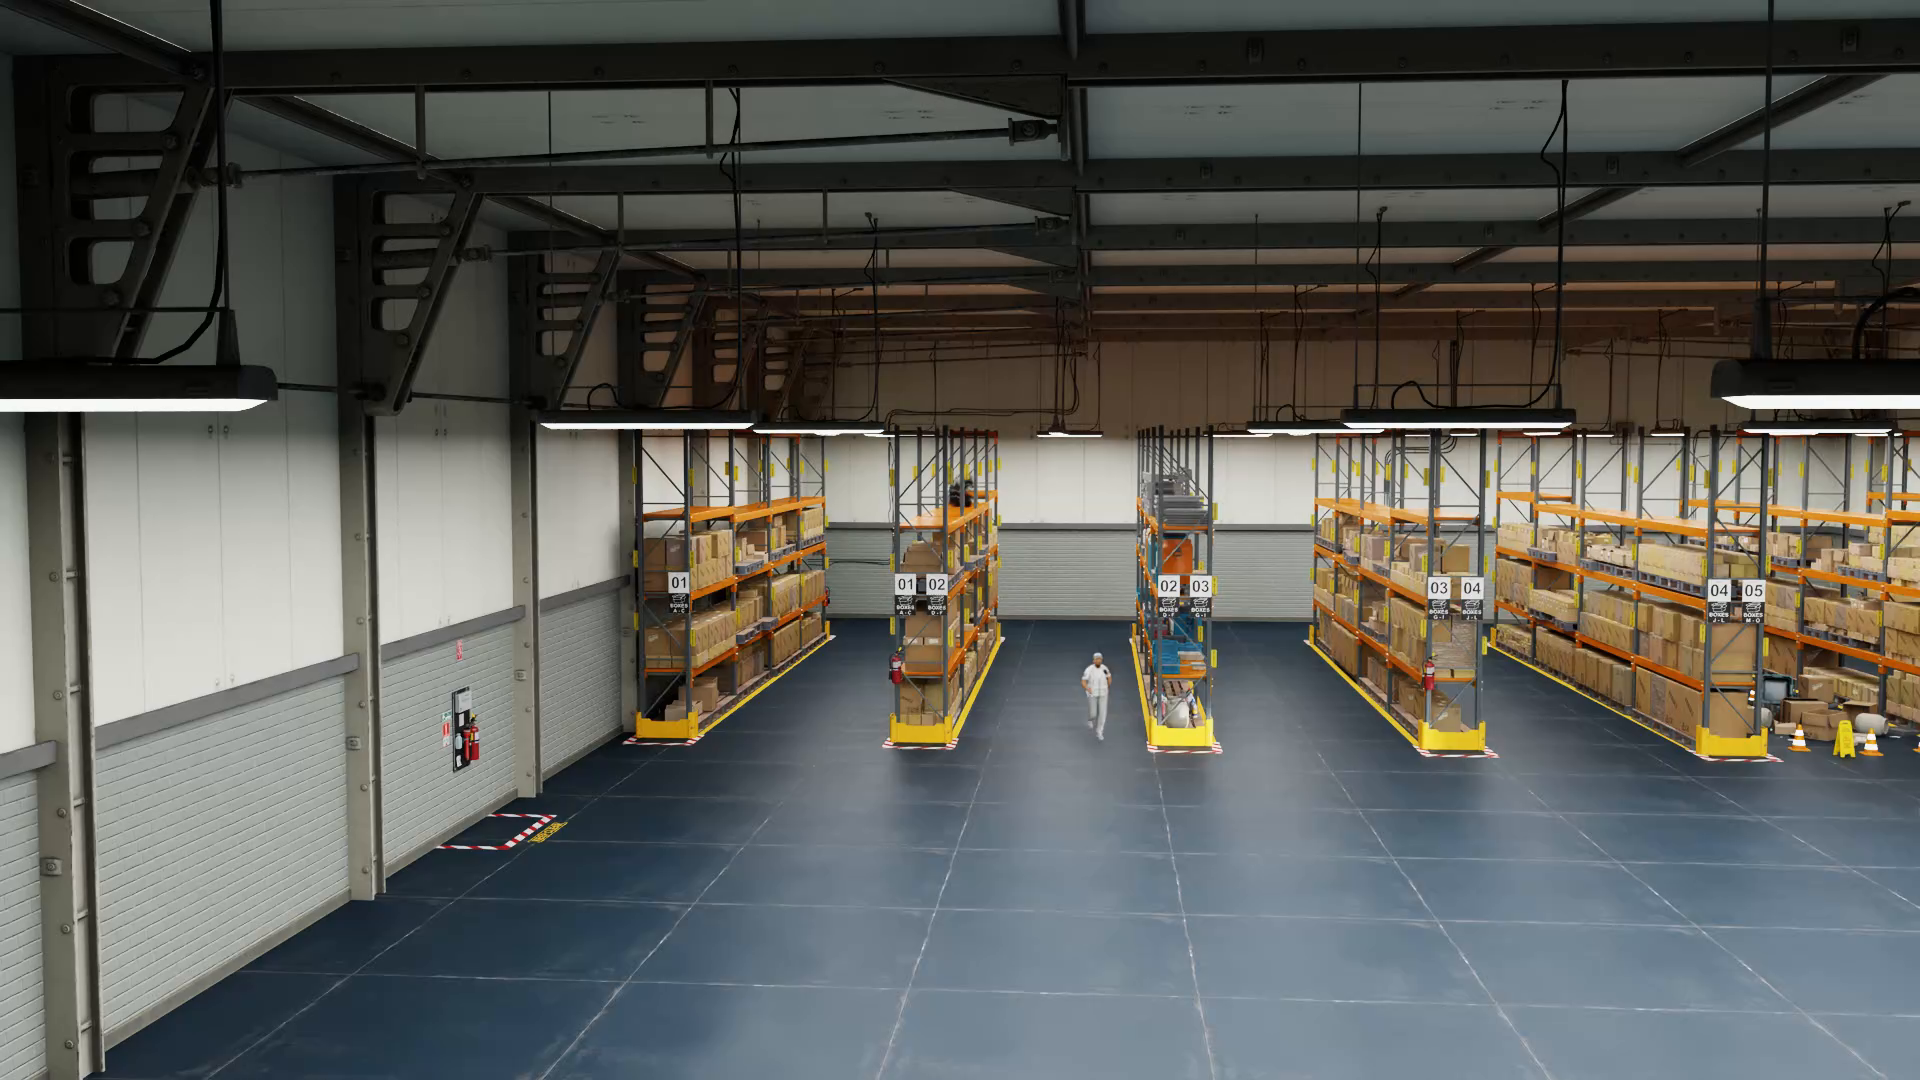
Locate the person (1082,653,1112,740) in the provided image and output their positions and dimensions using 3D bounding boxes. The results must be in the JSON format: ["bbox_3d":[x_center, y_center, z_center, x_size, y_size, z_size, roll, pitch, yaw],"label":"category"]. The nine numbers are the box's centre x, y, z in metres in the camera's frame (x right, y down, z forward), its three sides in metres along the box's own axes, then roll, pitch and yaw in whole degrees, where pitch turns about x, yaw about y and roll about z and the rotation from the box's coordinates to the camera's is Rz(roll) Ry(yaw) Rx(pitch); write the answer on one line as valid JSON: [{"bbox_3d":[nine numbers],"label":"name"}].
[{"bbox_3d":[2.649,2.991,32.094,0.609,1.642,0.731,-1,3,-9],"label":"person"}]

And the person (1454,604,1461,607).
[{"bbox_3d":[13.450,2.173,44.687,0.651,1.791,0.863,0,3,7],"label":"person"}]
